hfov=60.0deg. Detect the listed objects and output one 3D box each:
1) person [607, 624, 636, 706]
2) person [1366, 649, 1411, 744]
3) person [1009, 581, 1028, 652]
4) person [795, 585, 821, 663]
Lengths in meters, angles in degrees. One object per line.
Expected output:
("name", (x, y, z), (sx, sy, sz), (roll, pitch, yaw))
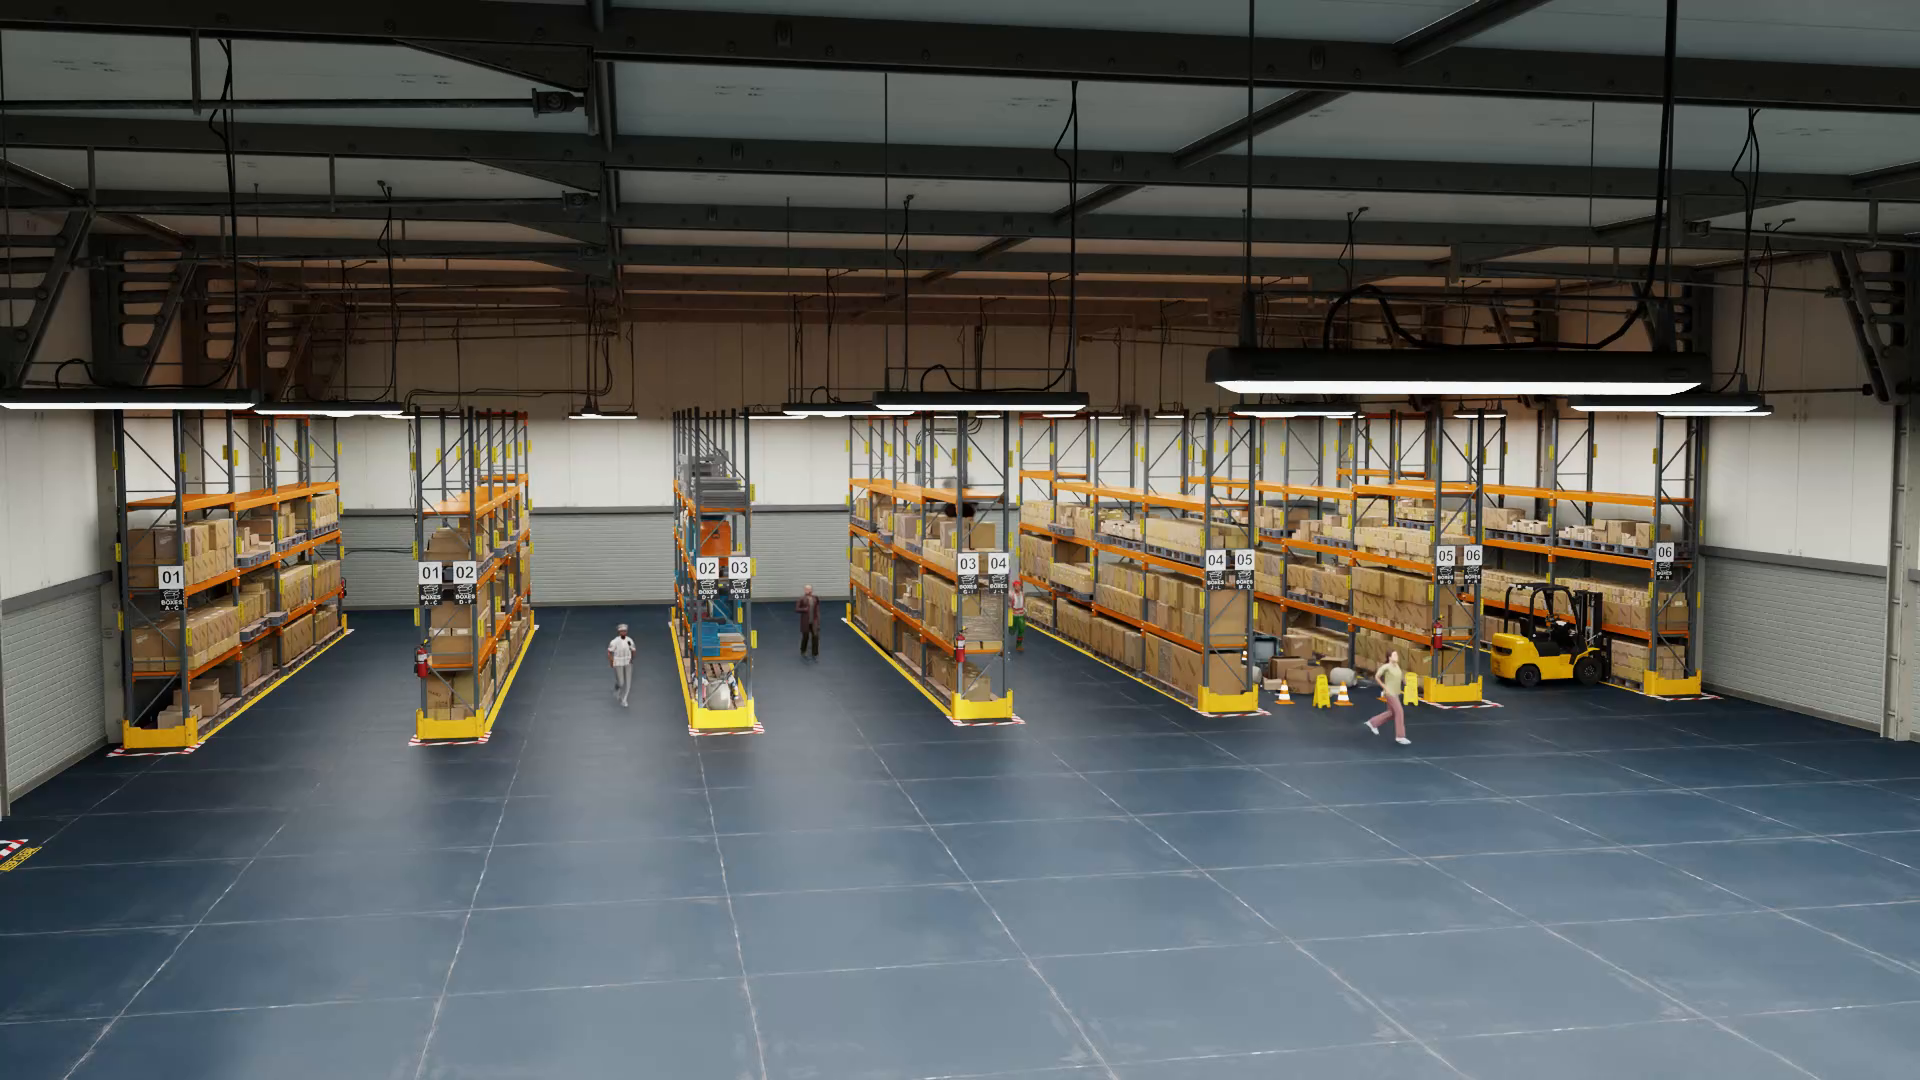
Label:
("person", (-6.797, 2.517, 33.542), (0.575, 1.657, 0.559), (-2, 4, -25))
("person", (7.703, 2.777, 29.788), (0.863, 1.675, 0.568), (3, 5, 40))
("person", (1.386, 1.885, 41.626), (0.643, 1.758, 0.846), (-2, 4, -24))
("person", (-3.627, 2.029, 39.826), (0.698, 1.748, 0.924), (-2, 4, -21))
